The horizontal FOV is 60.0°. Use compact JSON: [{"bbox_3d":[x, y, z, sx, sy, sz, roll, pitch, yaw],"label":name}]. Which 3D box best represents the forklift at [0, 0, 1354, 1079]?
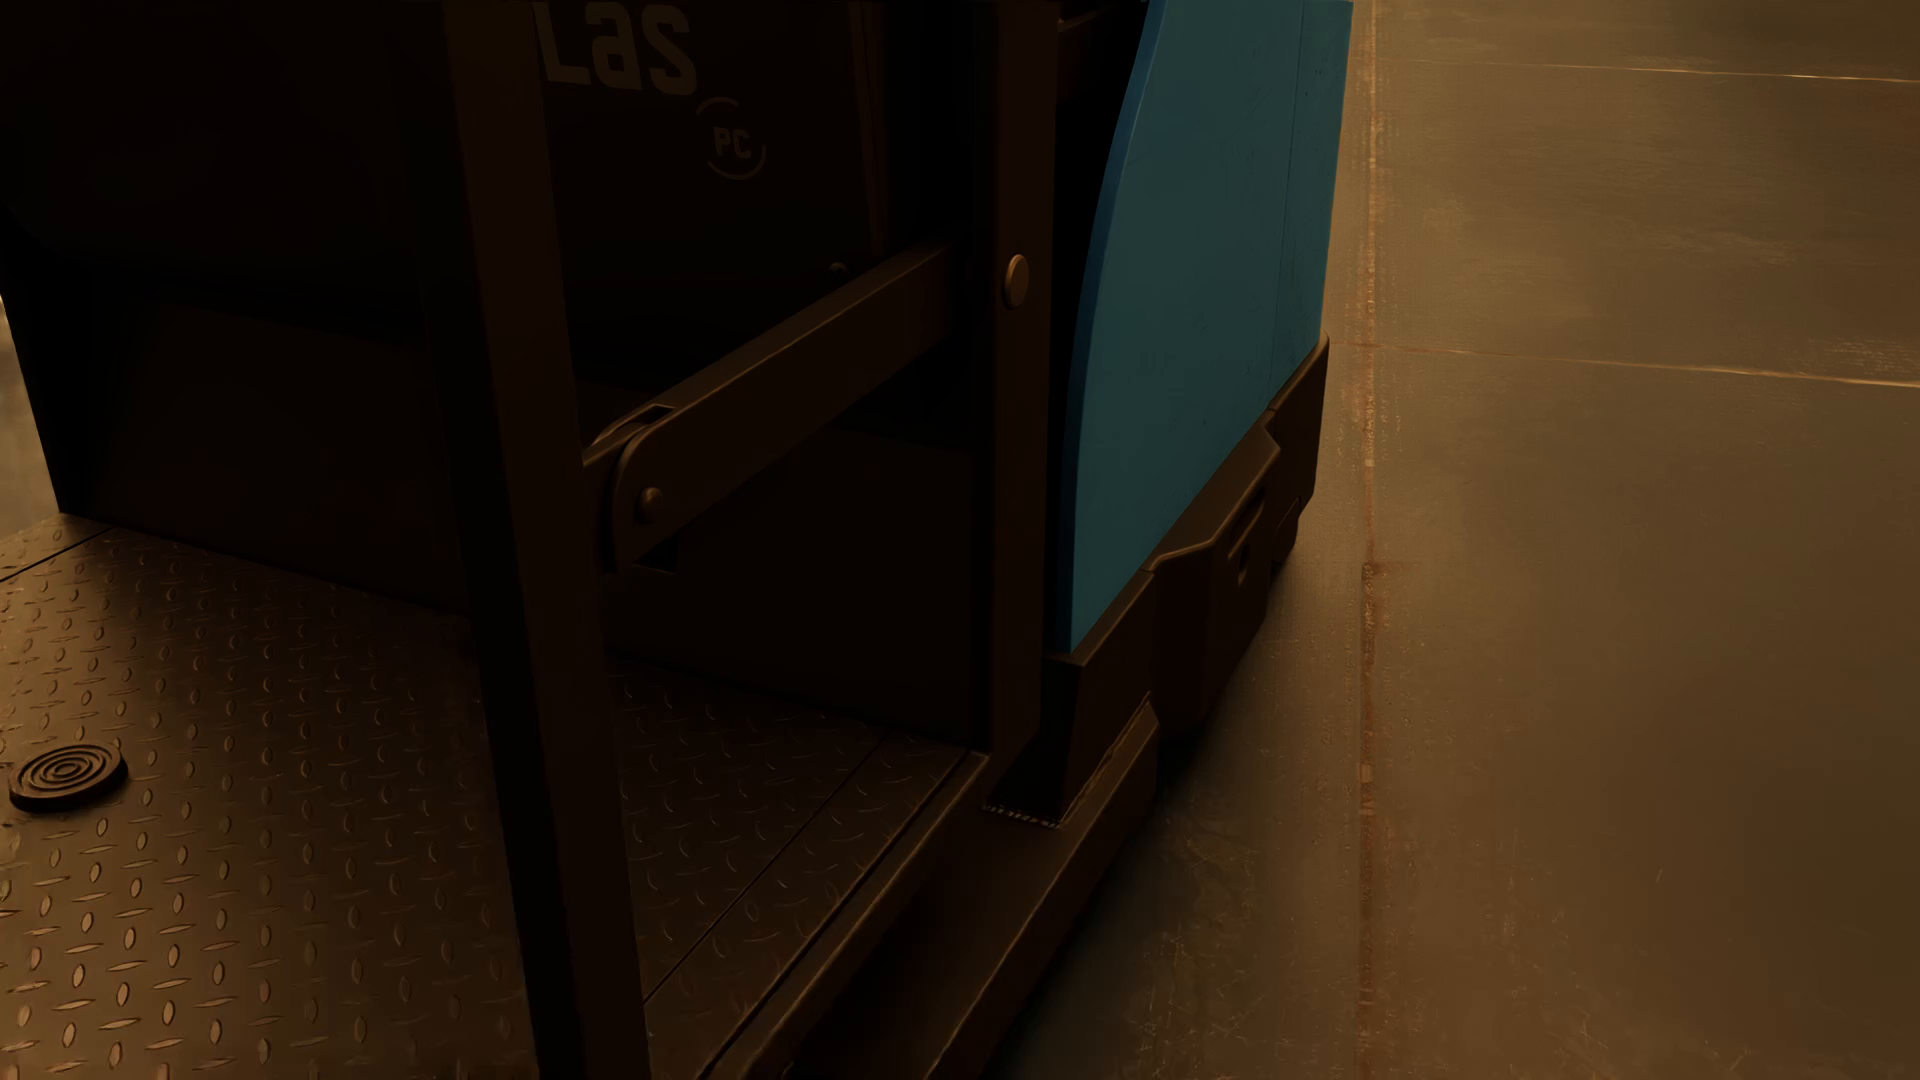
[{"bbox_3d":[-0.549,-0.833,0.896,1.130,2.935,3.031,12,29,22],"label":"forklift"}]
